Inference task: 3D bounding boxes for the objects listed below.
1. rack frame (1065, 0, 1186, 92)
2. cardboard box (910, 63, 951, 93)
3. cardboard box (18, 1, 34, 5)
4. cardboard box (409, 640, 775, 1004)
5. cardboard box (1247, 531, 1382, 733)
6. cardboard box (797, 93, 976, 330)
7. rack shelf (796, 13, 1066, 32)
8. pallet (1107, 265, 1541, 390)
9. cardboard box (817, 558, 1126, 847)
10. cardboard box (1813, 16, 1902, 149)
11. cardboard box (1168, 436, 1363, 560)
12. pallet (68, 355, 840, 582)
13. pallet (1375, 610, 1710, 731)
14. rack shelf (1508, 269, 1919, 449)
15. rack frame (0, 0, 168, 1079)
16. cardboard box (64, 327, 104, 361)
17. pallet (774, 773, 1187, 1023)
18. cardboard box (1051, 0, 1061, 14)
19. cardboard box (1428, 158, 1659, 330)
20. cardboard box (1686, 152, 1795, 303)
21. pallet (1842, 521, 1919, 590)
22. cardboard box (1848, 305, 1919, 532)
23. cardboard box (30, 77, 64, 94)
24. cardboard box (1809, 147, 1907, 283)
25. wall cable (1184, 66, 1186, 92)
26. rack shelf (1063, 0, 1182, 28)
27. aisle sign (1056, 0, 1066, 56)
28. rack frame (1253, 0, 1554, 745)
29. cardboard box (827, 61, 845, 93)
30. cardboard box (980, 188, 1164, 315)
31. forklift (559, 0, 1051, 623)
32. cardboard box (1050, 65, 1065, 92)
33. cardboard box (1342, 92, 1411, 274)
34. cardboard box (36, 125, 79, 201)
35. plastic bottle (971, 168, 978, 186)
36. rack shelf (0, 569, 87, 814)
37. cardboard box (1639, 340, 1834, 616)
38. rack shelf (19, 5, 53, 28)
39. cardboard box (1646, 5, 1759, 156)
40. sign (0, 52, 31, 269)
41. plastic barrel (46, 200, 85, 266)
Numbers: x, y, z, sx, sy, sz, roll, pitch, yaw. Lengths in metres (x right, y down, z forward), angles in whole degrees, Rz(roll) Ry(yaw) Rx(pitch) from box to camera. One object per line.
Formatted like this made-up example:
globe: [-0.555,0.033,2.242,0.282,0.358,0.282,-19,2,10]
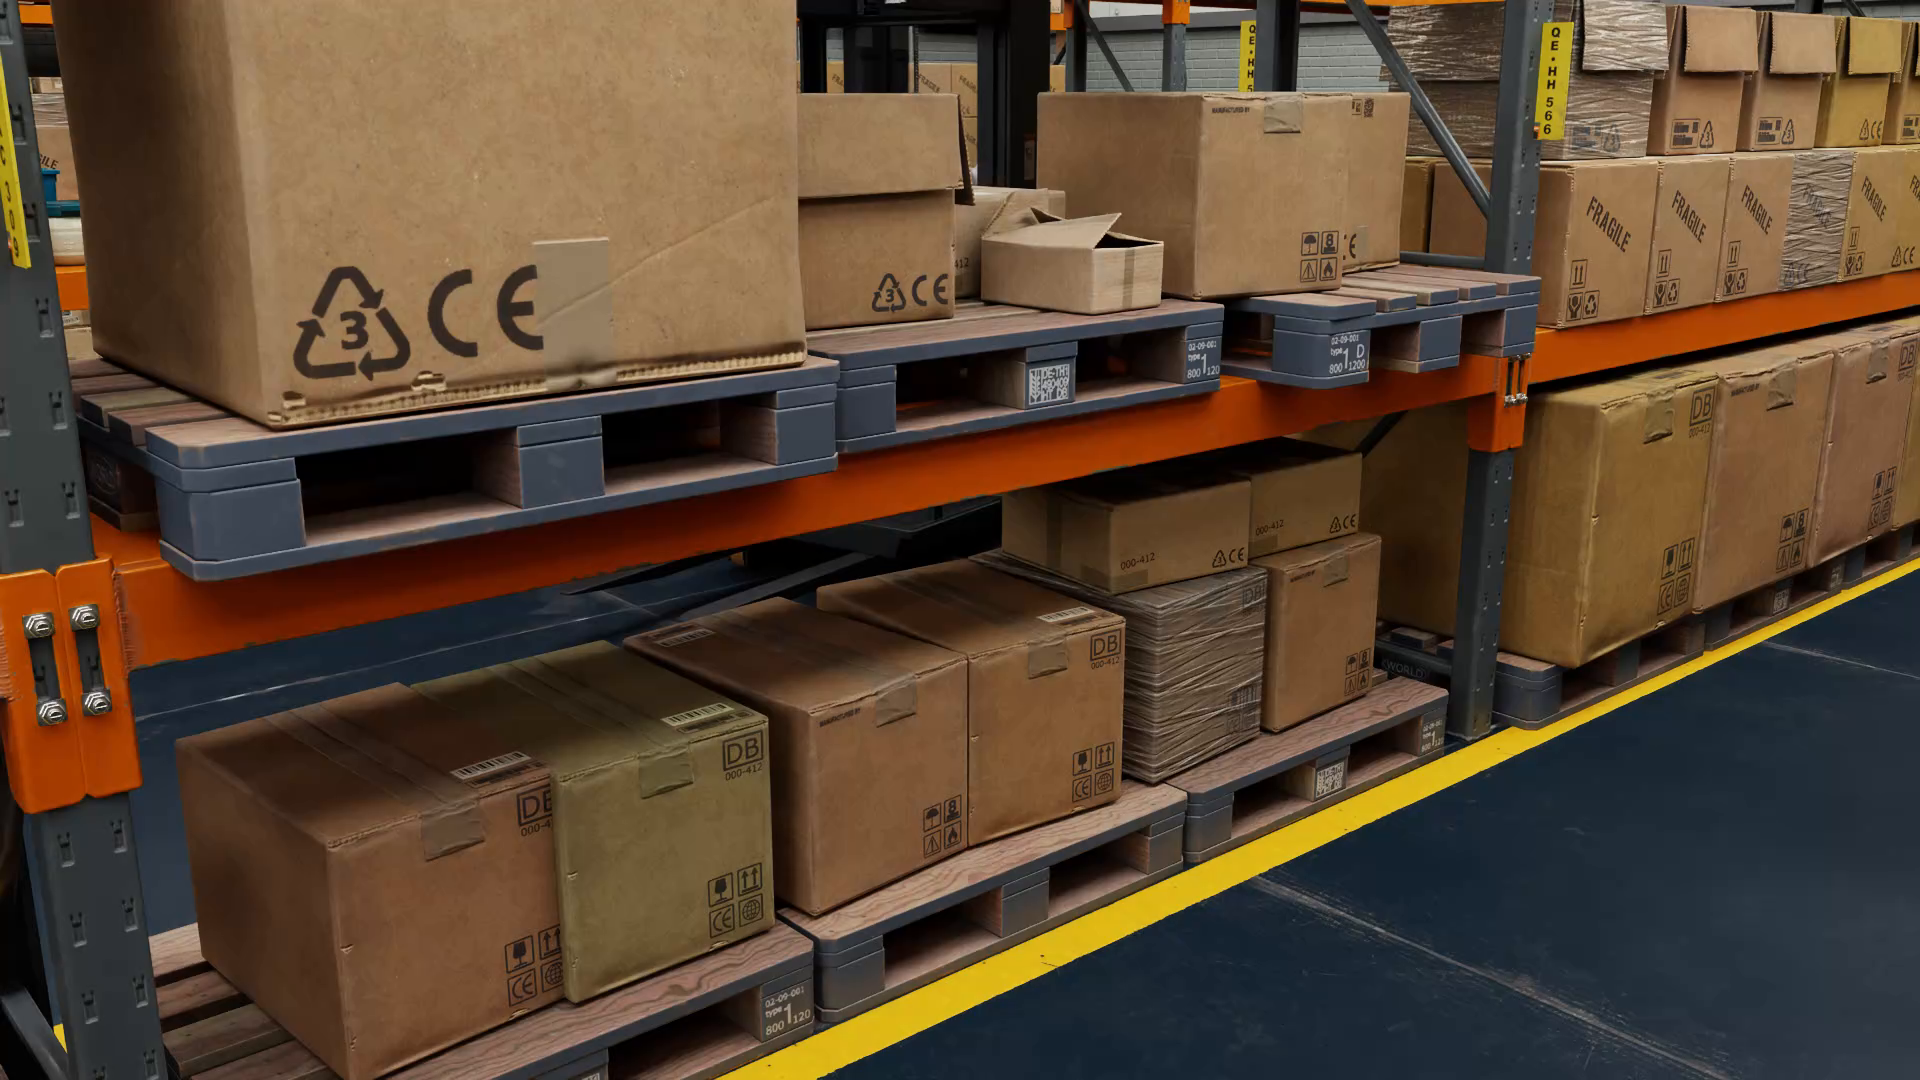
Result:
rack frame: [1.109,-2.545,11.467,0.127,3.000,1.000,-13,19,-39]
cardboard box: [-0.433,-4.329,16.013,0.500,0.500,0.500,-12,19,-38]
cardboard box: [-8.777,-5.038,15.119,0.500,0.311,0.500,-13,19,-39]
cardboard box: [-0.825,0.592,3.712,0.500,0.500,0.700,-13,20,-40]
cardboard box: [0.851,0.209,5.147,0.500,0.500,0.700,-14,20,-42]
cardboard box: [-0.427,-0.790,3.883,0.637,0.503,0.797,-10,18,-34]
rack shelf: [-0.631,-4.951,16.054,4.000,0.370,1.077,-13,19,-39]
pallet: [0.875,-0.669,4.816,1.003,0.211,1.213,-13,19,-39]
cardboard box: [0.018,0.403,4.421,0.500,0.500,0.700,-11,18,-35]
cardboard box: [3.359,-1.890,6.877,0.637,0.503,0.797,-12,19,-39]
cardboard box: [0.857,-0.151,5.043,0.500,0.250,0.500,-12,19,-37]
pallet: [-1.002,-0.234,3.187,1.213,0.211,1.003,-13,19,-39]
pallet: [1.987,0.325,6.125,1.213,0.211,1.003,-13,19,-39]
rack shelf: [2.852,-0.895,6.682,4.000,0.370,1.077,-13,19,-39]
rack frame: [-1.674,-0.226,2.784,0.127,3.000,1.000,-13,19,-39]
cardboard box: [-6.162,-1.398,11.686,0.500,0.250,0.500,-12,19,-38]
pallet: [-0.167,0.781,4.416,1.213,0.211,1.003,-13,19,-39]
cardboard box: [0.664,-5.426,16.731,0.500,0.250,0.500,-13,19,-39]
cardboard box: [1.888,-0.981,5.418,0.500,0.500,0.500,-12,19,-38]
cardboard box: [2.660,-1.157,6.074,0.500,0.500,0.500,-13,20,-40]
pallet: [3.828,-0.089,7.673,1.213,0.211,1.003,-13,19,-39]
cardboard box: [3.891,-0.645,7.657,0.875,0.875,1.225,-13,19,-39]
cardboard box: [-8.652,-4.307,15.757,0.380,0.149,0.250,13,20,40]
cardboard box: [3.420,-1.325,6.703,0.500,0.500,0.500,-13,20,-40]
wall cable: [2.125,-7.439,24.178,0.112,2.526,3.097,-13,19,-39]
rack shelf: [-0.399,-3.308,9.904,4.000,0.370,1.077,-13,19,-39]
aisle sign: [1.131,-5.396,17.101,0.004,0.787,0.394,-13,19,-39]
rack frame: [1.343,-0.904,5.320,0.127,3.000,1.000,-13,19,-39]
cardboard box: [-1.210,-4.154,15.359,0.500,0.500,0.500,-13,20,-41]
cardboard box: [0.262,-0.707,4.029,0.258,0.266,0.396,-13,20,-41]
forklift: [-0.358,-1.282,6.871,1.130,2.935,3.031,10,18,33]
cardboard box: [0.723,-4.590,16.992,0.500,0.500,0.500,-13,20,-40]
cardboard box: [0.962,-1.056,4.882,0.500,0.500,0.500,13,20,40]
cardboard box: [-6.412,-2.594,11.454,0.500,0.500,0.500,-14,20,-42]
plastic bottle: [0.092,-2.146,10.214,0.135,0.276,0.152,-13,19,-39]
rack shelf: [-3.183,0.460,1.608,4.000,0.370,1.077,-13,19,-39]
cardboard box: [2.555,-0.342,6.523,0.875,0.875,1.225,-13,19,-39]
rack shelf: [-9.920,-4.559,14.588,4.000,0.370,1.077,-13,19,-39]
cardboard box: [2.399,-1.667,6.041,0.637,0.503,0.797,-12,19,-38]
sign: [-1.312,-0.540,2.281,0.005,0.325,0.100,-13,19,-39]
plastic barrel: [-3.827,-1.318,7.139,0.301,0.262,0.301,0,15,0]
